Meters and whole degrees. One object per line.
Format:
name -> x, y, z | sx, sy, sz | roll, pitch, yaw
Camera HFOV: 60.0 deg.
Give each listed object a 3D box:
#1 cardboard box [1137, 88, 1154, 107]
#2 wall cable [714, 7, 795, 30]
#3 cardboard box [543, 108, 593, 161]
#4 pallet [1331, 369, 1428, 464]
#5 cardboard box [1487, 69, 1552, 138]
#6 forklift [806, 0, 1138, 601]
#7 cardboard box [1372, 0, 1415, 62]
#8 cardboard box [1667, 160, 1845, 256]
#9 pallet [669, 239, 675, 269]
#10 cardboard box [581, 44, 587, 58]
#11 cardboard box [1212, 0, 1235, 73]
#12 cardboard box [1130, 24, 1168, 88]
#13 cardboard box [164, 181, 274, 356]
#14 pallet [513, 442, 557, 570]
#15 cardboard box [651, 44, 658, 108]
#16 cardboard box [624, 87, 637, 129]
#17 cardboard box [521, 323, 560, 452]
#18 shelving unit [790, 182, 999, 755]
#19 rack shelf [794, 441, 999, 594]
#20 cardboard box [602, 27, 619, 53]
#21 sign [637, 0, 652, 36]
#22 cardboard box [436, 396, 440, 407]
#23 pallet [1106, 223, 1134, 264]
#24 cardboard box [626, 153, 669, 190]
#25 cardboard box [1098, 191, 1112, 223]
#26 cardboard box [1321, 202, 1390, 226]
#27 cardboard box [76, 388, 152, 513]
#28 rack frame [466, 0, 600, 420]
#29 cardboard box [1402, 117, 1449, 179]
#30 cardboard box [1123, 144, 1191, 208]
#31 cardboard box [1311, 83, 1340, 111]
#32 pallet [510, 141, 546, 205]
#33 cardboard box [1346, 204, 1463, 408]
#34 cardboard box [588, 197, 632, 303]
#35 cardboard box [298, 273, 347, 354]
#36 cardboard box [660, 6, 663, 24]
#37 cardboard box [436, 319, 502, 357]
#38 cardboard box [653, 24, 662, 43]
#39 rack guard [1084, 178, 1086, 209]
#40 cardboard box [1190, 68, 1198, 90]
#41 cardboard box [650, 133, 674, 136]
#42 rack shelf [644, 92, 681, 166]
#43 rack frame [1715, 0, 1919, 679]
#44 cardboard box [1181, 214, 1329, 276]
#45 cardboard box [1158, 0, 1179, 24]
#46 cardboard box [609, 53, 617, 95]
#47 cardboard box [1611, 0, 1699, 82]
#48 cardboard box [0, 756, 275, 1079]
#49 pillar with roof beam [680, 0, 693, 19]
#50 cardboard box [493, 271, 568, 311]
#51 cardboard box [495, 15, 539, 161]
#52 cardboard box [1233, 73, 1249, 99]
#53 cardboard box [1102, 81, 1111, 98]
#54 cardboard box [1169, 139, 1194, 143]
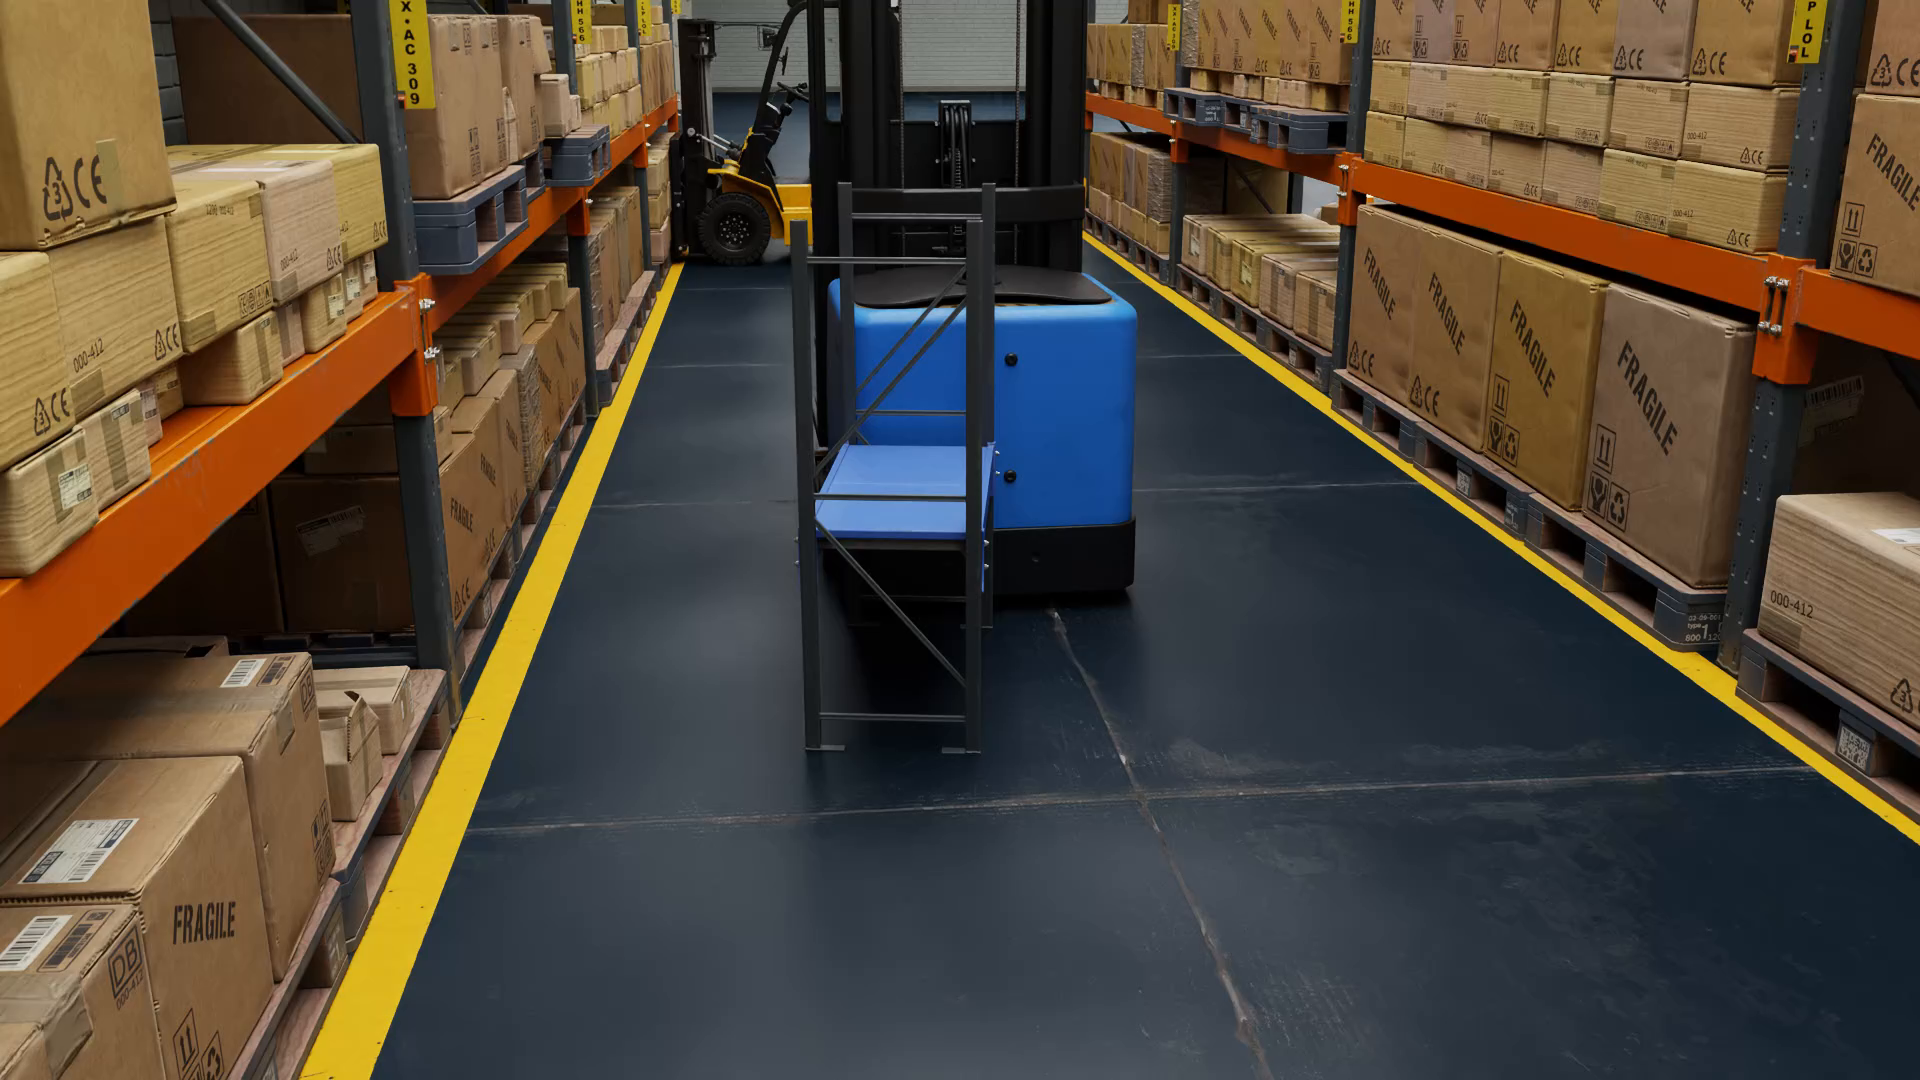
cardboard box -> 1.683, -3.677, 13.800 | 0.380, 0.149, 0.250 | -2, 18, -6
wall cable -> -6.130, -15.447, 46.041 | 3.097, 2.526, 0.112 | -2, 18, -6
cardboard box -> -2.200, -2.130, 8.703 | 0.500, 0.250, 0.500 | -2, 18, -5
pallet -> 2.546, -0.648, 8.390 | 1.003, 0.211, 1.213 | -2, 18, -6
cardboard box -> 2.477, -1.770, 6.723 | 0.500, 0.250, 0.500 | -1, 17, -5
forklift -> -0.082, -1.585, 6.834 | 1.130, 2.935, 3.031 | -2, 18, -7
cardboard box -> 2.347, -2.586, 8.071 | 0.500, 0.500, 0.500 | -2, 18, -7
cardboard box -> 2.655, -1.079, 5.355 | 0.500, 0.250, 0.500 | -2, 18, -7
pallet -> -2.979, -2.525, 14.369 | 1.003, 0.211, 1.213 | -2, 18, -6
cardboard box -> -2.166, -2.602, 8.708 | 0.380, 0.149, 0.250 | -1, 17, -4
cardboard box -> 1.980, -3.352, 10.982 | 0.500, 0.500, 0.500 | -2, 18, -6
cardboard box -> 1.716, -4.030, 13.841 | 0.500, 0.500, 0.500 | -1, 17, -4
cardboard box -> -1.585, -0.498, 3.010 | 0.500, 0.250, 0.500 | -2, 18, -6
pallet -> -2.235, -0.145, 6.786 | 1.003, 0.211, 1.213 | -2, 18, -6
cardboard box -> -2.719, -3.747, 13.437 | 0.500, 0.500, 0.500 | -2, 18, -6
cardboard box -> -2.440, -2.890, 11.125 | 0.500, 0.250, 0.500 | -2, 18, -6
cardboard box -> -2.042, -0.645, 7.195 | 0.500, 0.500, 0.500 | -1, 17, -3
shelving unit -> -0.164, -0.264, 5.013 | 0.538, 1.500, 1.048 | 1, 17, 3
rack shelf -> -0.164, -0.092, 5.067 | 0.538, 0.185, 1.000 | 1, 17, 3
cardboard box -> -2.288, -3.059, 10.164 | 0.380, 0.149, 0.250 | -2, 18, -7
sign -> -2.271, -3.788, 11.933 | 0.100, 0.325, 0.005 | -2, 18, -6
cardboard box -> -1.862, -0.382, 5.276 | 0.380, 0.149, 0.250 | -2, 18, -7
pallet -> 1.894, -2.641, 14.736 | 1.003, 0.211, 1.213 | -2, 18, -6
cardboard box -> -2.590, -2.925, 13.207 | 0.500, 0.250, 0.500 | -2, 18, -6
cardboard box -> 1.568, -3.087, 15.391 | 0.500, 0.250, 0.500 | -1, 17, -4
cardboard box -> 3.370, -2.578, 14.049 | 0.500, 0.500, 0.500 | 11, 21, 32
cardboard box -> -1.464, -0.128, 2.496 | 0.380, 0.149, 0.250 | -1, 17, -4
rack frame -> -2.397, -2.062, 8.236 | 1.000, 3.000, 0.127 | -2, 18, -6
cardboard box -> 2.410, -1.838, 7.776 | 0.500, 0.250, 0.500 | -2, 18, -7
cardboard box -> 1.691, -3.125, 14.262 | 0.500, 0.500, 0.500 | -1, 17, -3
cardboard box -> 2.172, -2.465, 9.238 | 0.380, 0.149, 0.250 | -2, 17, -5
pallet -> -2.192, -1.391, 6.419 | 1.003, 0.211, 1.213 | -2, 18, -6
cardboard box -> 2.528, -1.194, 8.319 | 0.875, 0.875, 0.875 | -2, 18, -6
cardboard box -> -2.672, -1.934, 11.093 | 0.875, 0.625, 0.625 | -2, 18, -6
cardboard box -> -1.601, -0.509, 3.710 | 0.380, 0.149, 0.250 | -1, 17, -4
cardboard box -> -2.777, -4.544, 14.395 | 0.380, 0.149, 0.250 | -1, 17, -4
cardboard box -> -2.011, -0.769, 6.507 | 0.380, 0.149, 0.250 | -2, 18, -5
cardboard box -> -2.751, -4.326, 14.199 | 0.380, 0.149, 0.250 | -2, 18, -5
rack guard -> 1.722, -3.384, 16.622 | 1.175, 0.500, 0.348 | -2, 18, -6
cardboard box -> 1.870, -3.314, 11.943 | 0.380, 0.149, 0.250 | -2, 17, -5
cardboard box -> -2.865, -3.683, 15.621 | 0.500, 0.250, 0.500 | -1, 17, -4
rack shelf -> -3.016, -3.506, 14.038 | 1.077, 0.370, 4.000 | -2, 18, -6
rack frame -> 2.952, -1.024, 4.932 | 1.000, 3.000, 0.127 | -2, 18, -6
cardboard box -> 2.184, -2.198, 12.357 | 0.950, 0.372, 0.625 | -2, 17, -5
cardboard box -> 2.097, -4.668, 14.205 | 0.700, 0.500, 0.500 | -2, 18, -6
cardboard box -> -2.364, -2.825, 10.085 | 0.500, 0.250, 0.500 | -2, 17, -5
cardboard box -> 2.596, -1.828, 5.657 | 0.500, 0.500, 0.500 | -1, 17, -5
cardboard box -> -1.545, 0.713, 2.872 | 0.500, 0.500, 0.500 | -1, 17, -5
pillar with roof beam -> -2.859, -16.143, 43.073 | 9.100, 9.000, 0.400 | -2, 18, -6
cardboard box -> -2.035, -1.159, 7.750 | 0.380, 0.149, 0.250 | -3, 18, -9
cardboard box -> -1.946, -1.657, 6.079 | 0.700, 0.500, 0.500 | -2, 18, -6
cardboard box -> 1.977, -2.925, 10.703 | 0.380, 0.149, 0.250 | -1, 17, -4
cardboard box -> 1.511, -4.139, 15.271 | 0.380, 0.149, 0.250 | -2, 17, -5
cardboard box -> 2.159, -3.309, 14.847 | 0.500, 0.500, 0.500 | -2, 18, -7
